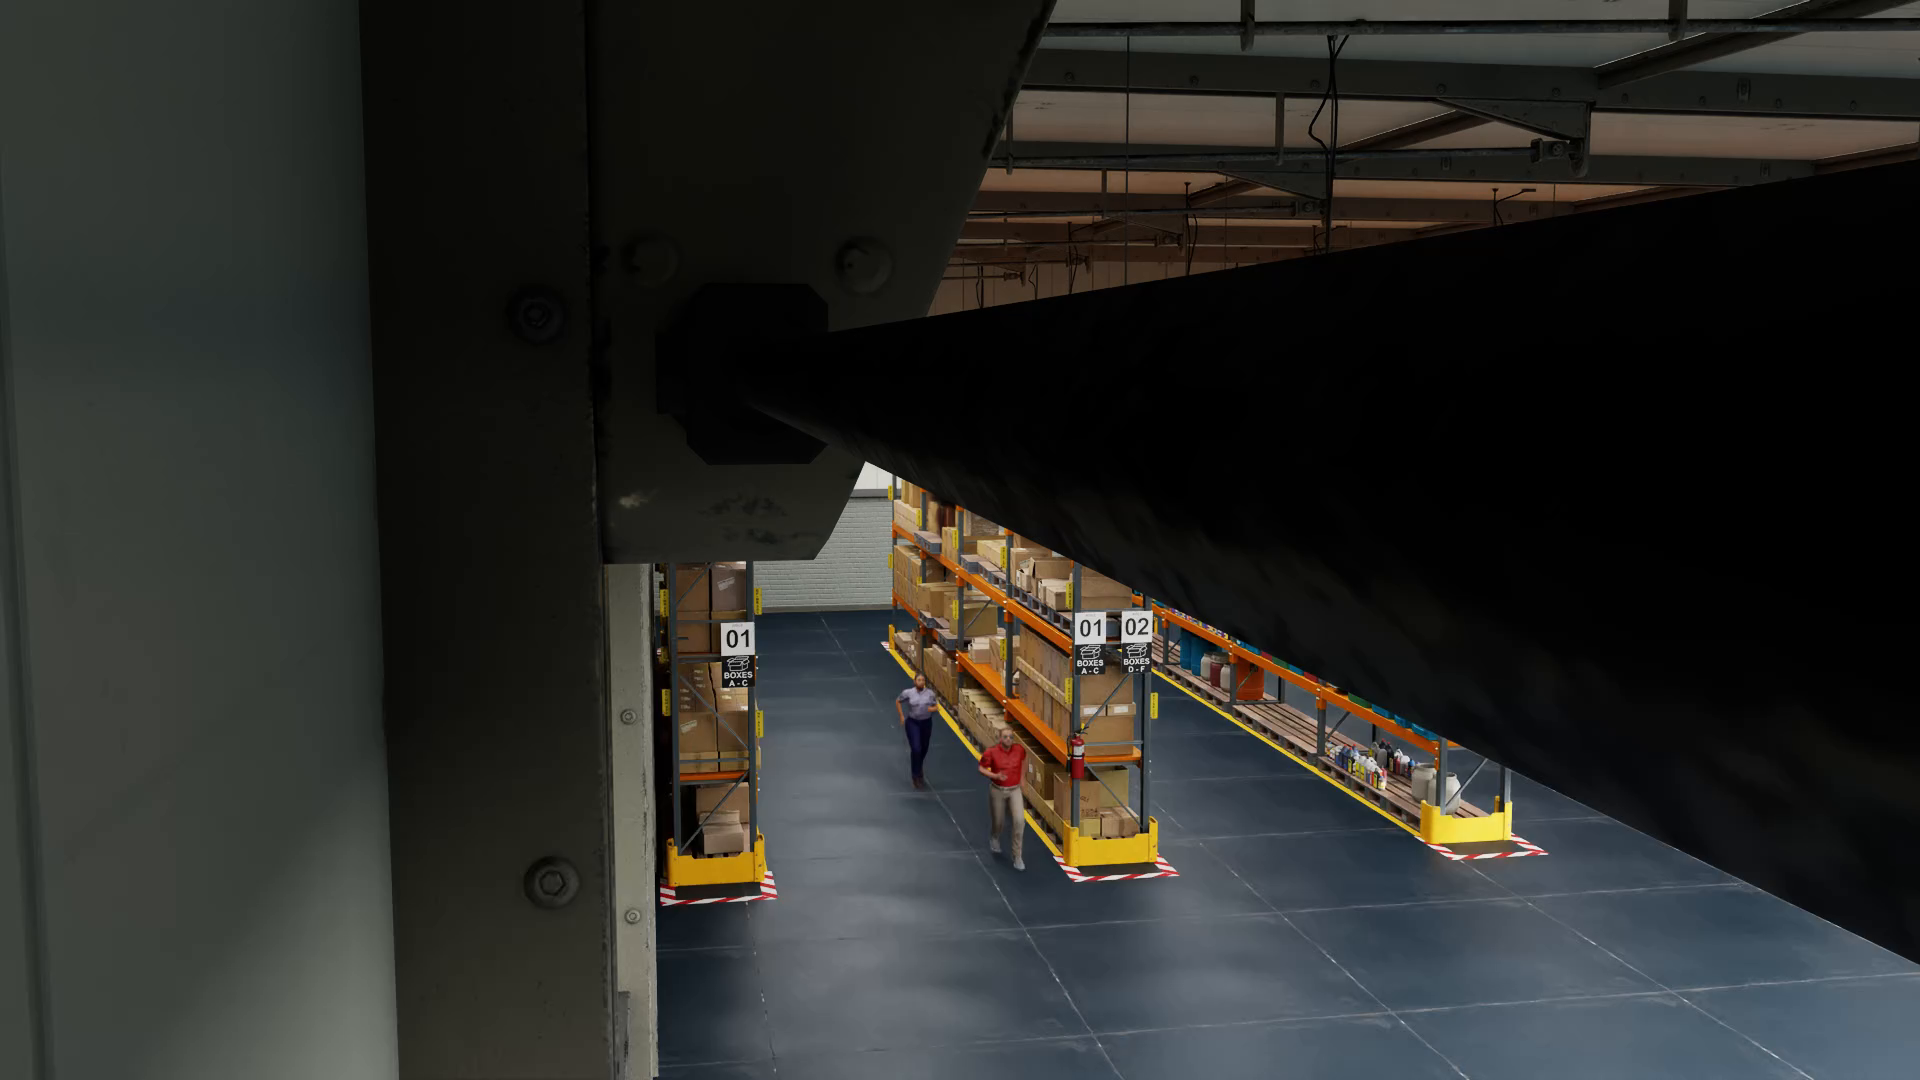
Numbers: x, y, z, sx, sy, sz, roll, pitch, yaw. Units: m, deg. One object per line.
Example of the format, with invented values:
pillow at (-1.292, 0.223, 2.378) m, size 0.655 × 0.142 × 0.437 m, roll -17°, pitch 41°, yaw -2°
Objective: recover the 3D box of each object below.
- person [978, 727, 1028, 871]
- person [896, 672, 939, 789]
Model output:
person at (0.561, 3.221, 21.033) m, size 0.687 × 1.762 × 0.936 m, roll -1°, pitch 6°, yaw -12°
person at (-0.617, 2.826, 24.901) m, size 0.580 × 1.709 × 0.752 m, roll -3°, pitch 7°, yaw -23°
